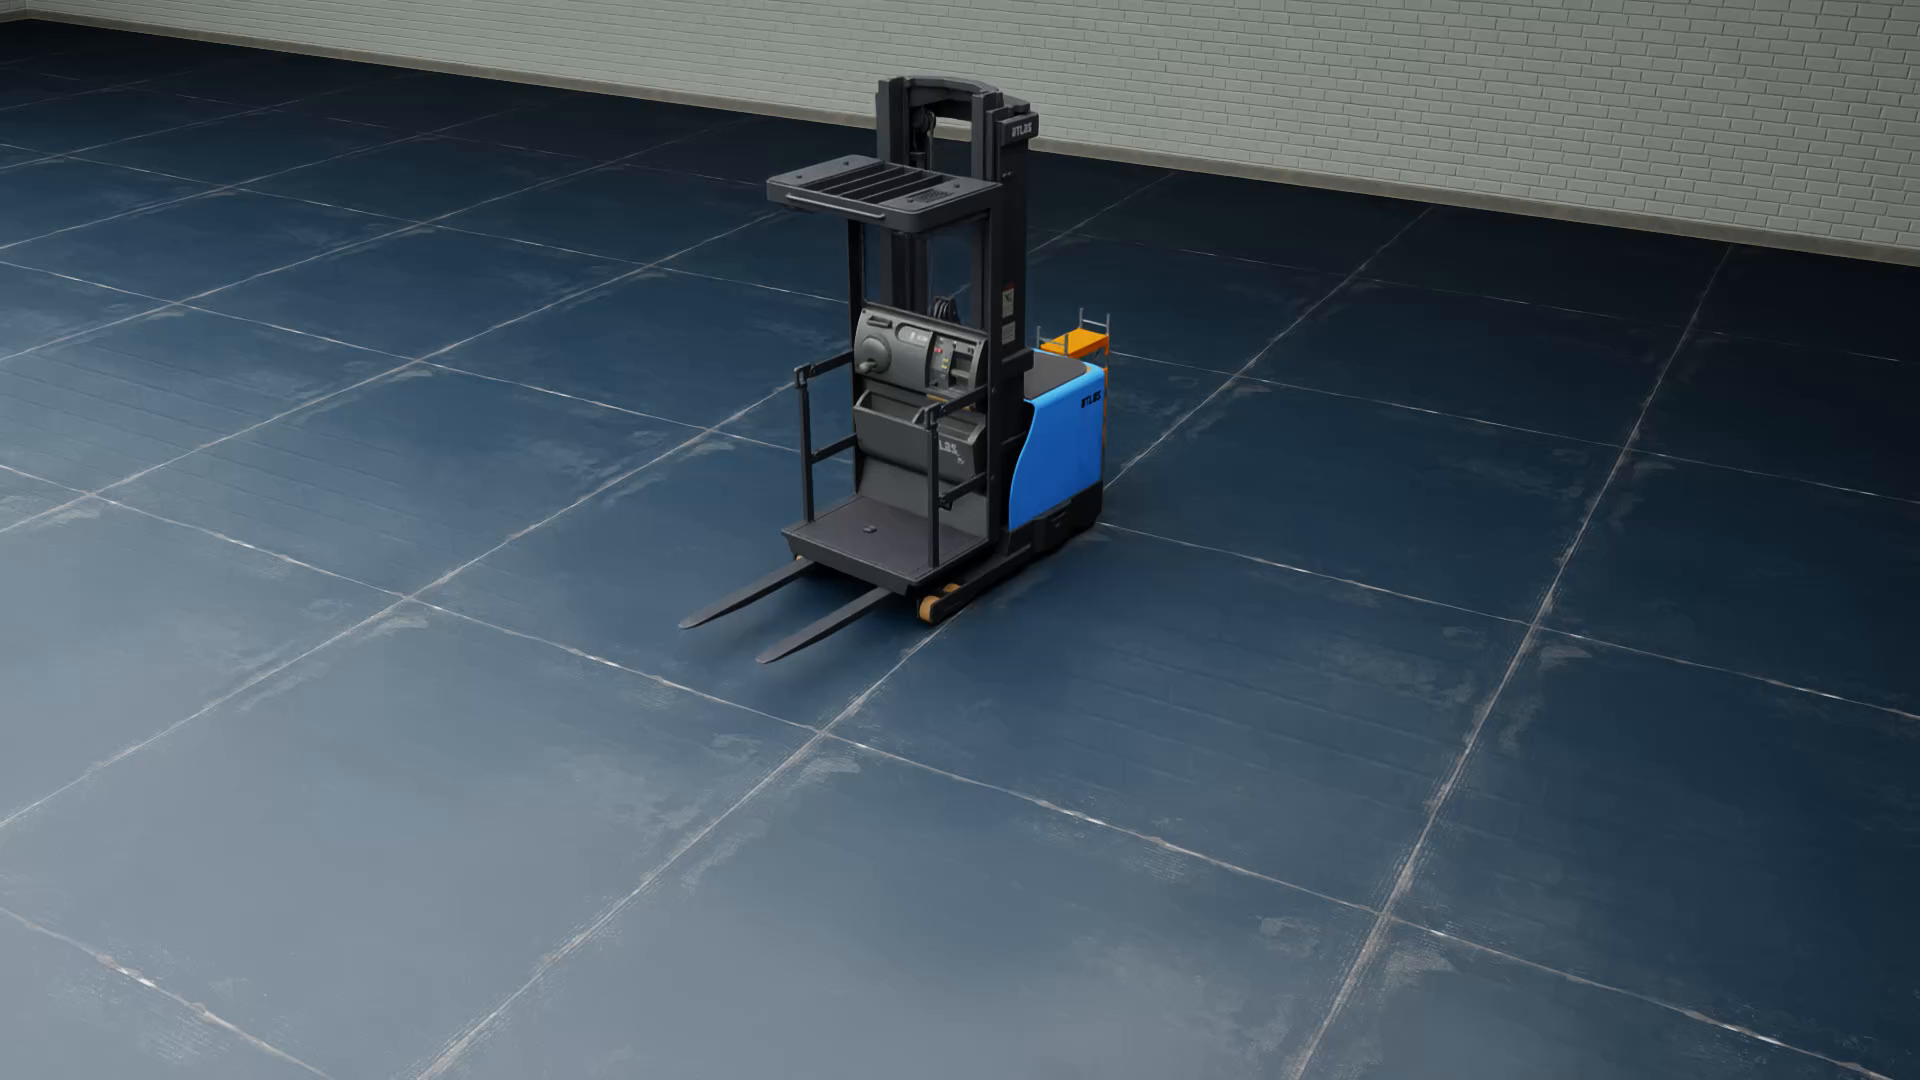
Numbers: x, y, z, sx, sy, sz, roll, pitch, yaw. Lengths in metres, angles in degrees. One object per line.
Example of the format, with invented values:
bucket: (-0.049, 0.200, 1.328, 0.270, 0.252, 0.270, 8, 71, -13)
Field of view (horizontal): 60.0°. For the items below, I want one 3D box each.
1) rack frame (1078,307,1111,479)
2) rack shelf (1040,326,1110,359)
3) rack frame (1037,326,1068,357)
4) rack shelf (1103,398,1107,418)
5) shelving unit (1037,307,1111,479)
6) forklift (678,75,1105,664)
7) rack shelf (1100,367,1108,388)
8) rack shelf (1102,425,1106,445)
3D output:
rack frame: (0.905, -0.997, 11.402, 0.240, 1.200, 0.015, 20, 33, 34)
rack shelf: (0.753, -1.263, 11.055, 0.258, 0.148, 0.480, 20, 33, 34)
rack frame: (0.601, -0.826, 11.060, 0.240, 1.200, 0.015, 20, 33, 34)
rack shelf: (0.753, -0.852, 11.261, 0.258, 0.148, 0.480, 20, 33, 34)
shelving unit: (0.753, -0.912, 11.231, 0.258, 1.200, 0.503, 20, 33, 34)
forklift: (-0.375, -1.069, 9.612, 1.130, 2.935, 3.031, 20, 33, 34)
rack shelf: (0.753, -1.052, 11.161, 0.258, 0.148, 0.480, 20, 33, 34)
rack shelf: (0.753, -0.674, 11.350, 0.258, 0.148, 0.480, 20, 33, 34)
